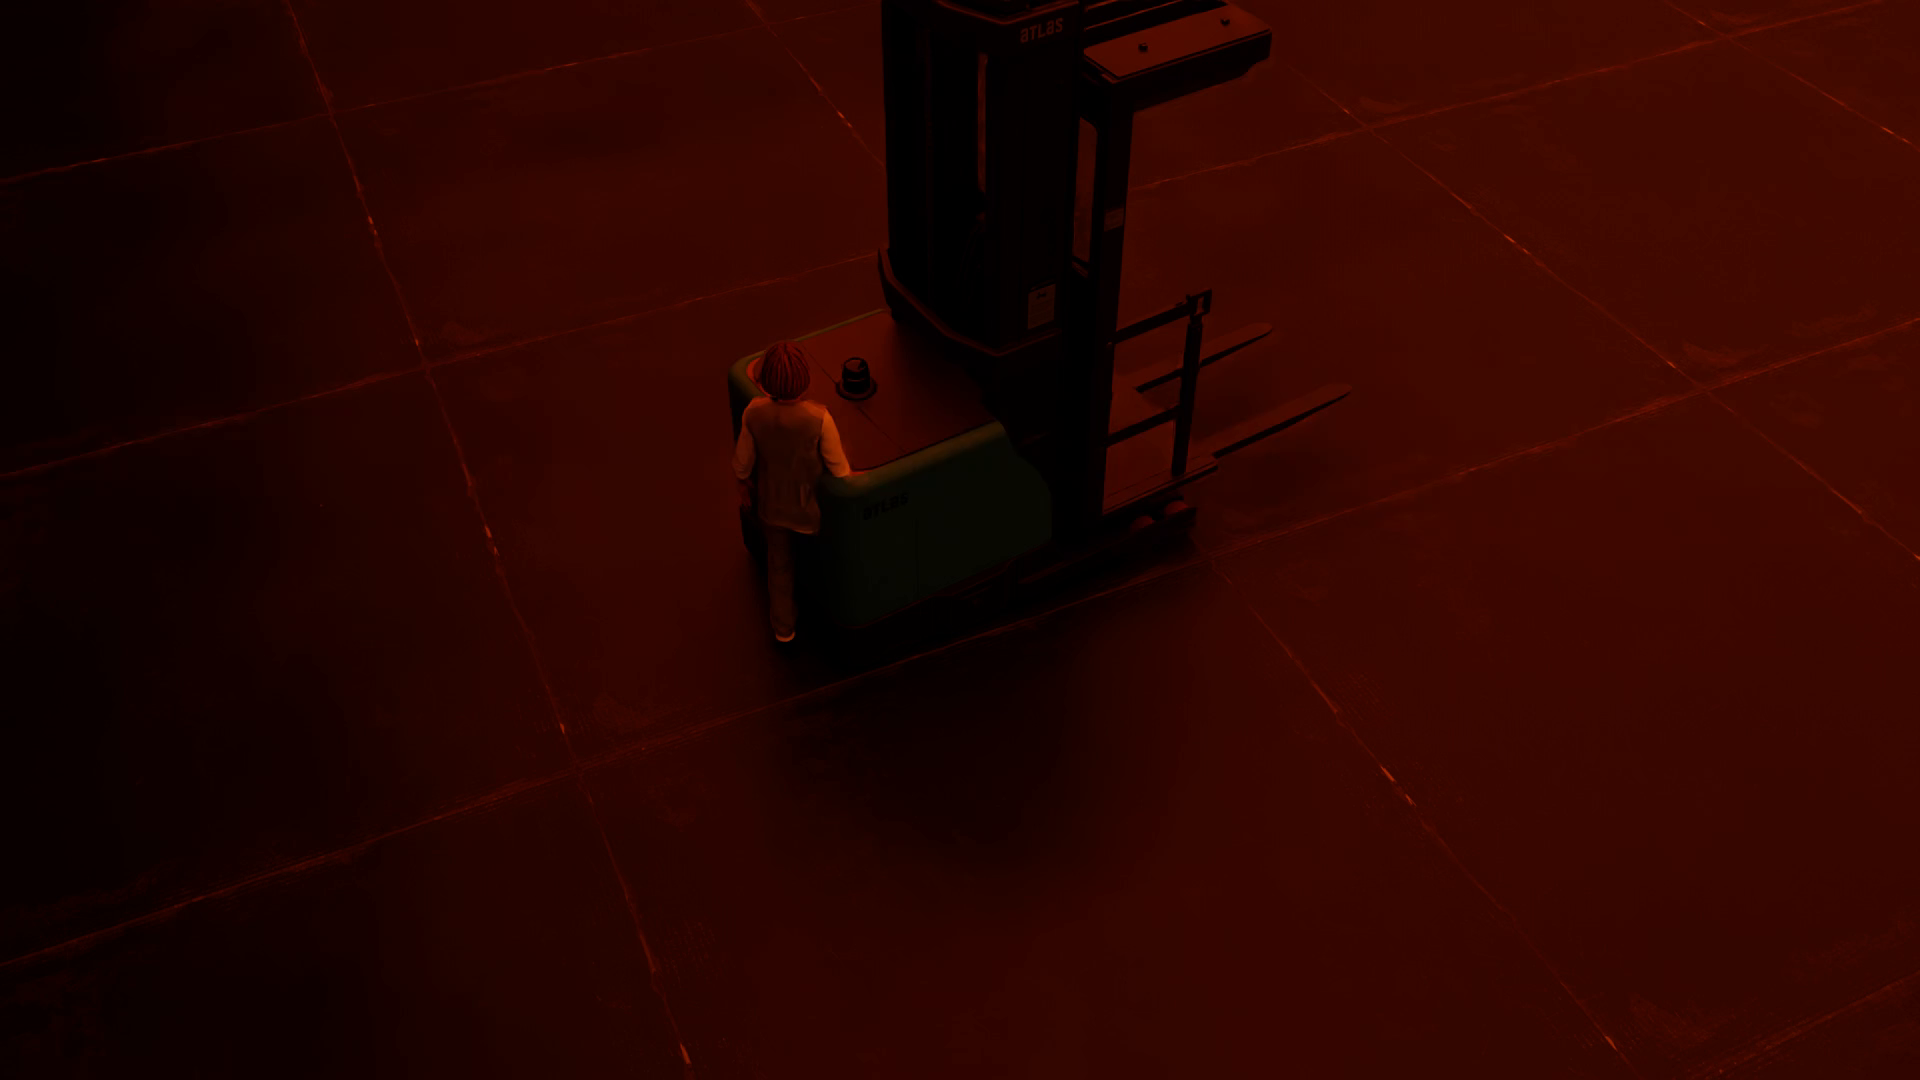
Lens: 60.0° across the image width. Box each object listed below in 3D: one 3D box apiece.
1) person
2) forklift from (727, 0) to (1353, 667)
[{"bbox_3d":[-0.650,-0.161,6.844,0.547,1.581,0.370,8,44,9],"label":"person"},{"bbox_3d":[0.511,-1.303,7.076,3.031,2.935,1.130,-24,48,-23],"label":"forklift"}]
